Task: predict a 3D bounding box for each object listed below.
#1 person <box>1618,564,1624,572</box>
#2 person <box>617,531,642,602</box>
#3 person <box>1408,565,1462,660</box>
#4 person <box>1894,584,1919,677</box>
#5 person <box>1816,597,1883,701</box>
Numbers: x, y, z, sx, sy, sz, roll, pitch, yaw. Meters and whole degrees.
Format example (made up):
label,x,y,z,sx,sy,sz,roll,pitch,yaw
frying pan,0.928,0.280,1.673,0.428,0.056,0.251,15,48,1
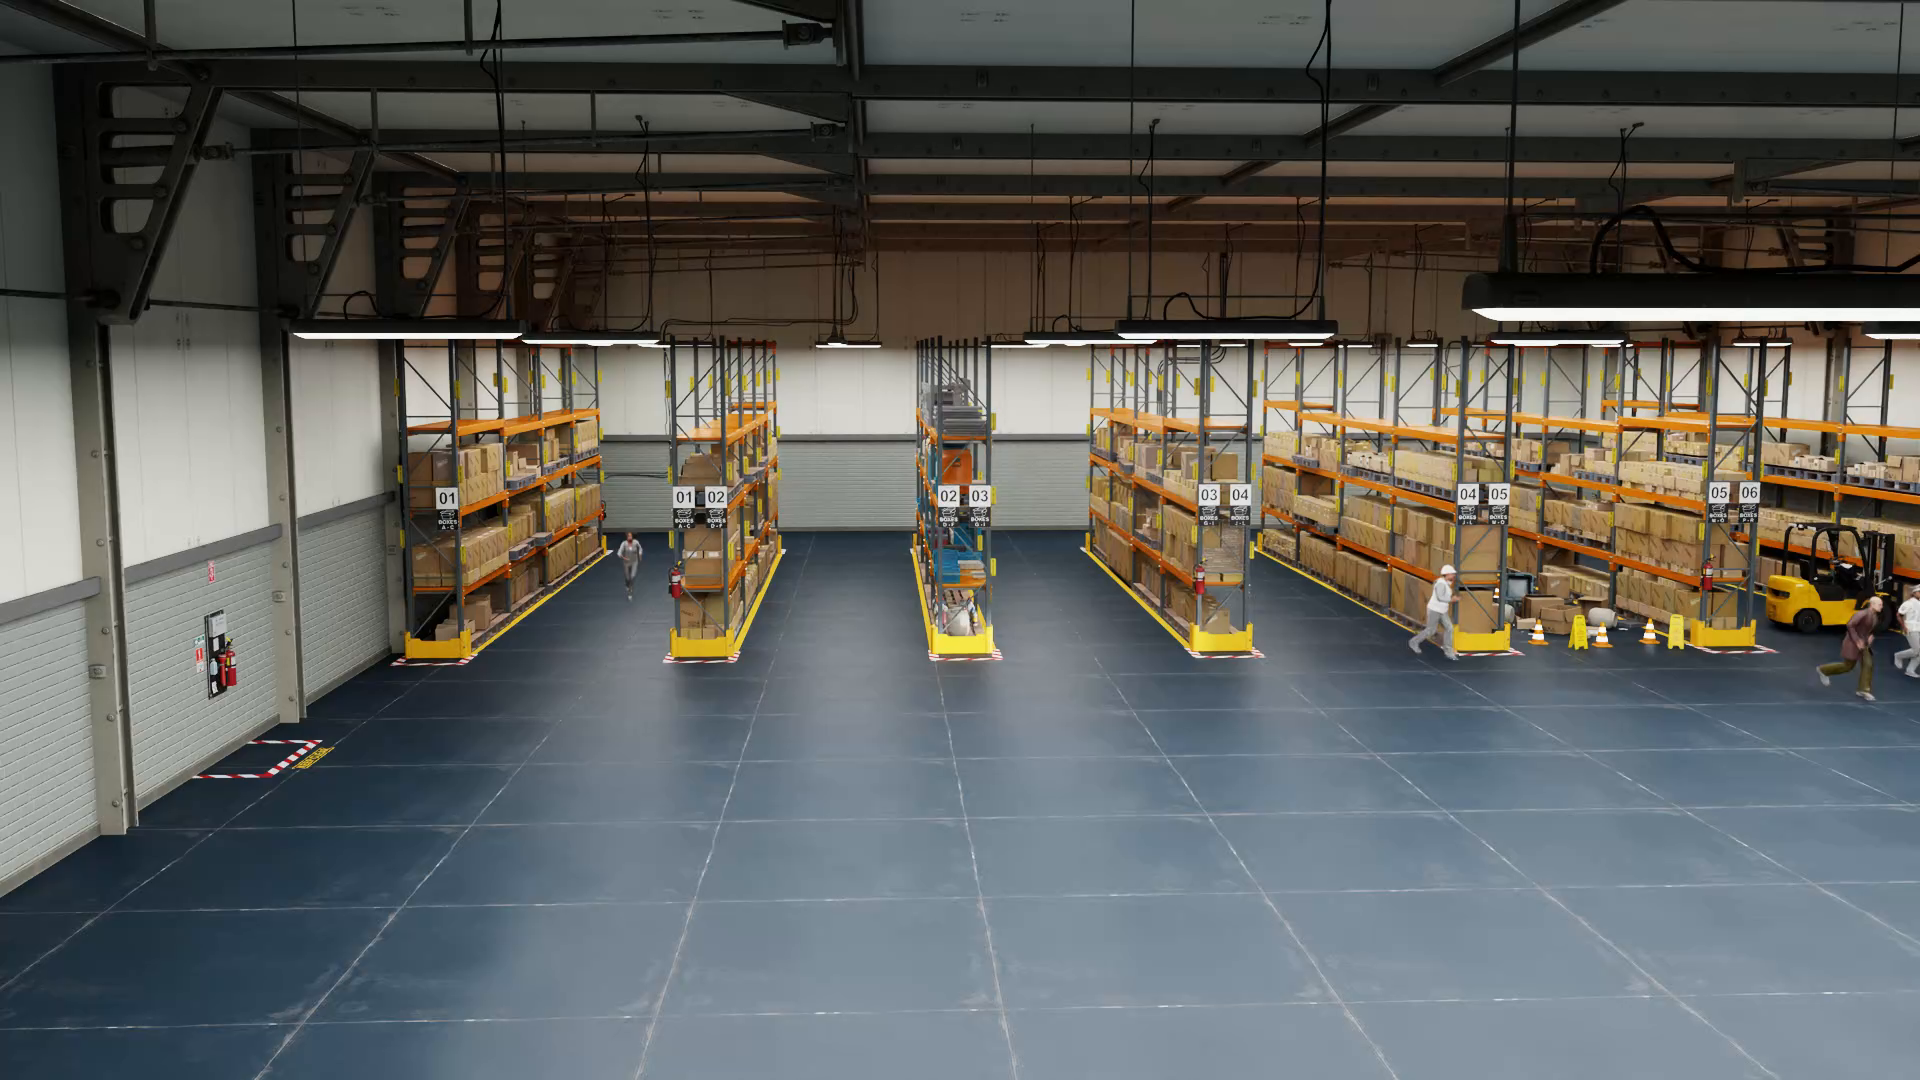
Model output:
label,x,y,z,sx,sy,sz,roll,pitch,yaw
person,16.222,0.358,40.232,0.596,1.626,0.831,-1,7,-9
person,-7.611,0.585,38.347,0.564,1.588,0.921,-2,7,-16
person,8.888,1.352,31.081,0.962,1.803,0.689,4,7,29
person,16.834,1.591,29.292,0.588,1.655,0.564,-2,7,-16
person,14.806,1.761,27.651,0.731,1.737,1.031,-6,9,-40
